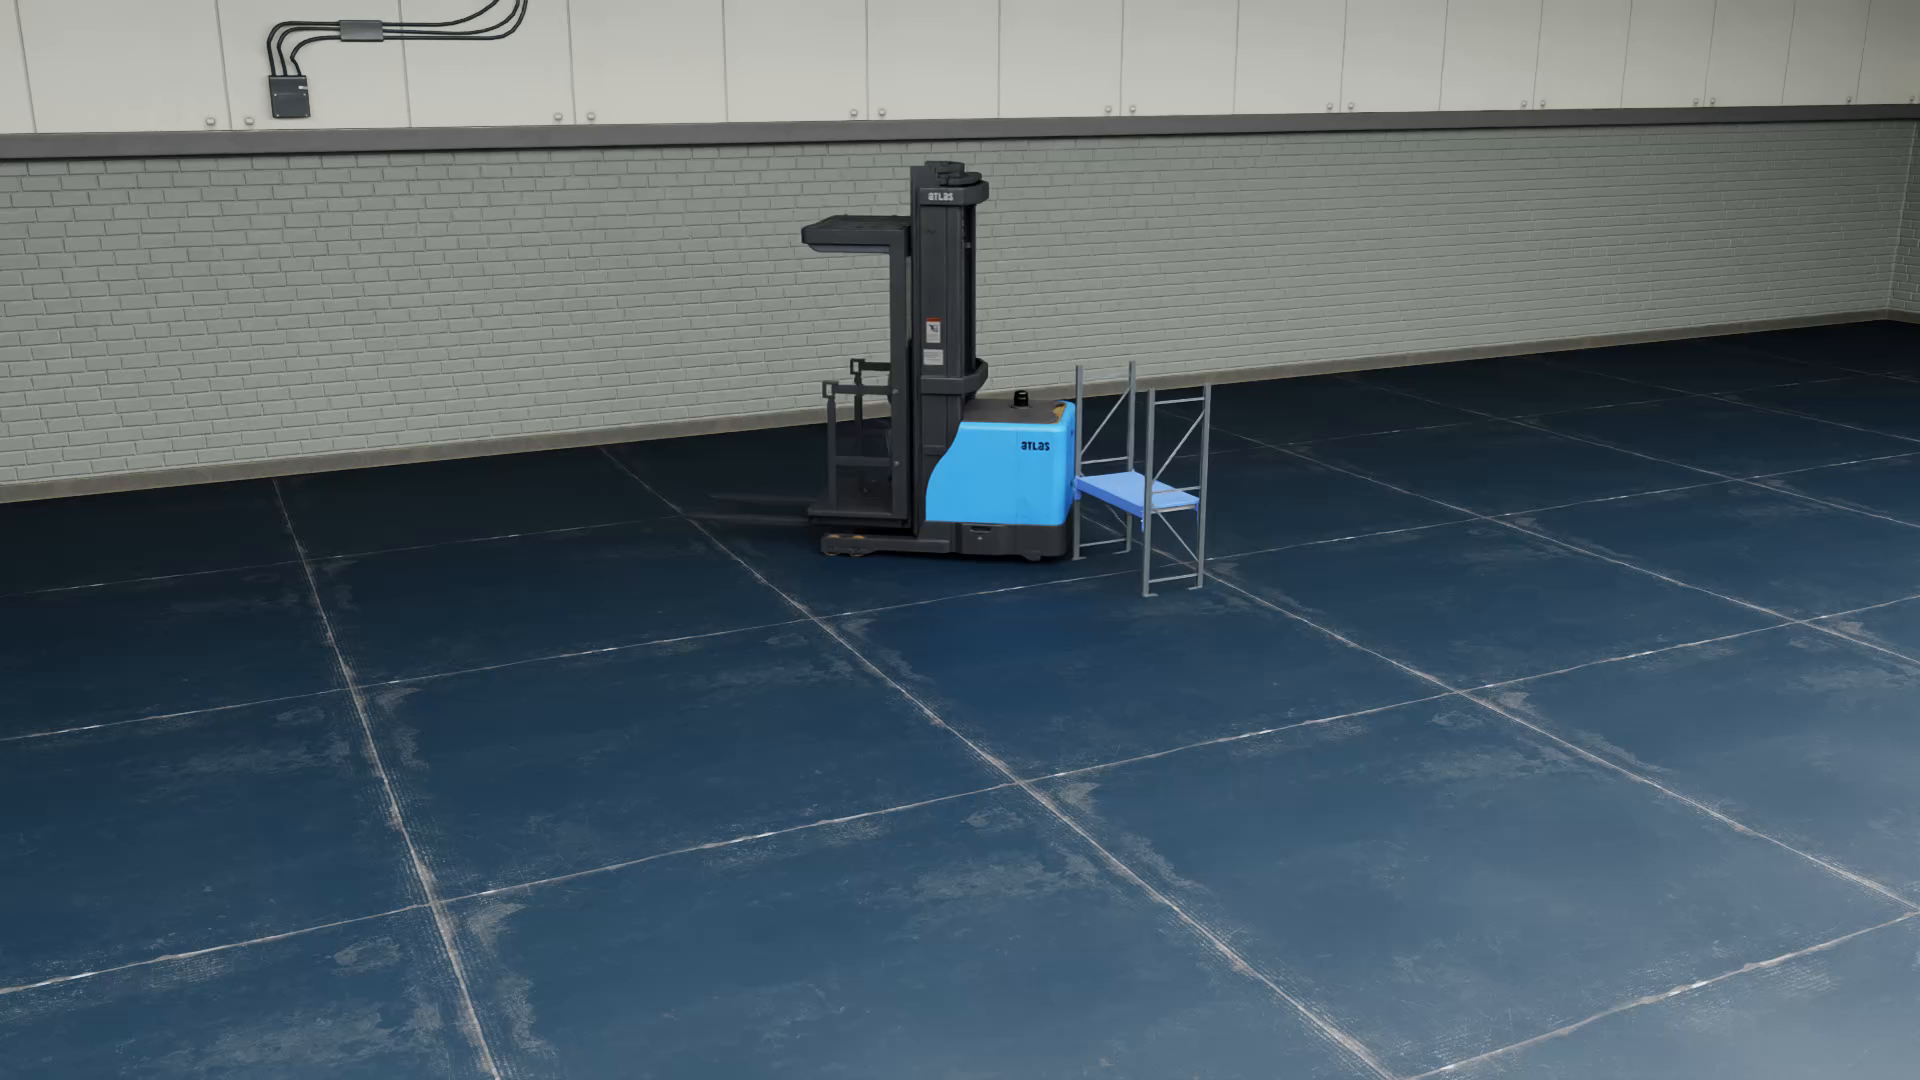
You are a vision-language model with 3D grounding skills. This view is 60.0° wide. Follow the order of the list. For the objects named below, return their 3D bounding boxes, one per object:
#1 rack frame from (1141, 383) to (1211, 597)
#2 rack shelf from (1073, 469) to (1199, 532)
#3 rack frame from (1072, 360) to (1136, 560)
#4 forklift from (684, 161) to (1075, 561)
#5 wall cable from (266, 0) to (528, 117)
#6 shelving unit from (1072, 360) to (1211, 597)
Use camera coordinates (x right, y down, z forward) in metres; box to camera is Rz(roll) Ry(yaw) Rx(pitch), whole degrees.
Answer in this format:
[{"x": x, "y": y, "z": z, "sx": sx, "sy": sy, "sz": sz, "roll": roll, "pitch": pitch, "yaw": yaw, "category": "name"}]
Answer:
[{"x": 1.524, "y": -0.348, "z": 11.743, "sx": 0.500, "sy": 1.500, "sz": 0.032, "roll": -7, "pitch": 18, "yaw": -24, "category": "rack frame"}, {"x": 1.308, "y": -0.302, "z": 12.235, "sx": 0.538, "sy": 0.185, "sz": 1.000, "roll": -7, "pitch": 18, "yaw": -24, "category": "rack shelf"}, {"x": 1.093, "y": -0.602, "z": 12.628, "sx": 0.500, "sy": 1.500, "sz": 0.032, "roll": -7, "pitch": 18, "yaw": -24, "category": "rack frame"}, {"x": -0.635, "y": -1.415, "z": 12.869, "sx": 3.031, "sy": 2.935, "sz": 1.130, "roll": 2, "pitch": 16, "yaw": 8, "category": "forklift"}, {"x": -4.951, "y": -6.711, "z": 14.156, "sx": 2.305, "sy": 6.003, "sz": 0.169, "roll": -8, "pitch": 18, "yaw": -25, "category": "wall cable"}, {"x": 1.308, "y": -0.475, "z": 12.186, "sx": 0.538, "sy": 1.500, "sz": 1.048, "roll": -7, "pitch": 18, "yaw": -24, "category": "shelving unit"}]
